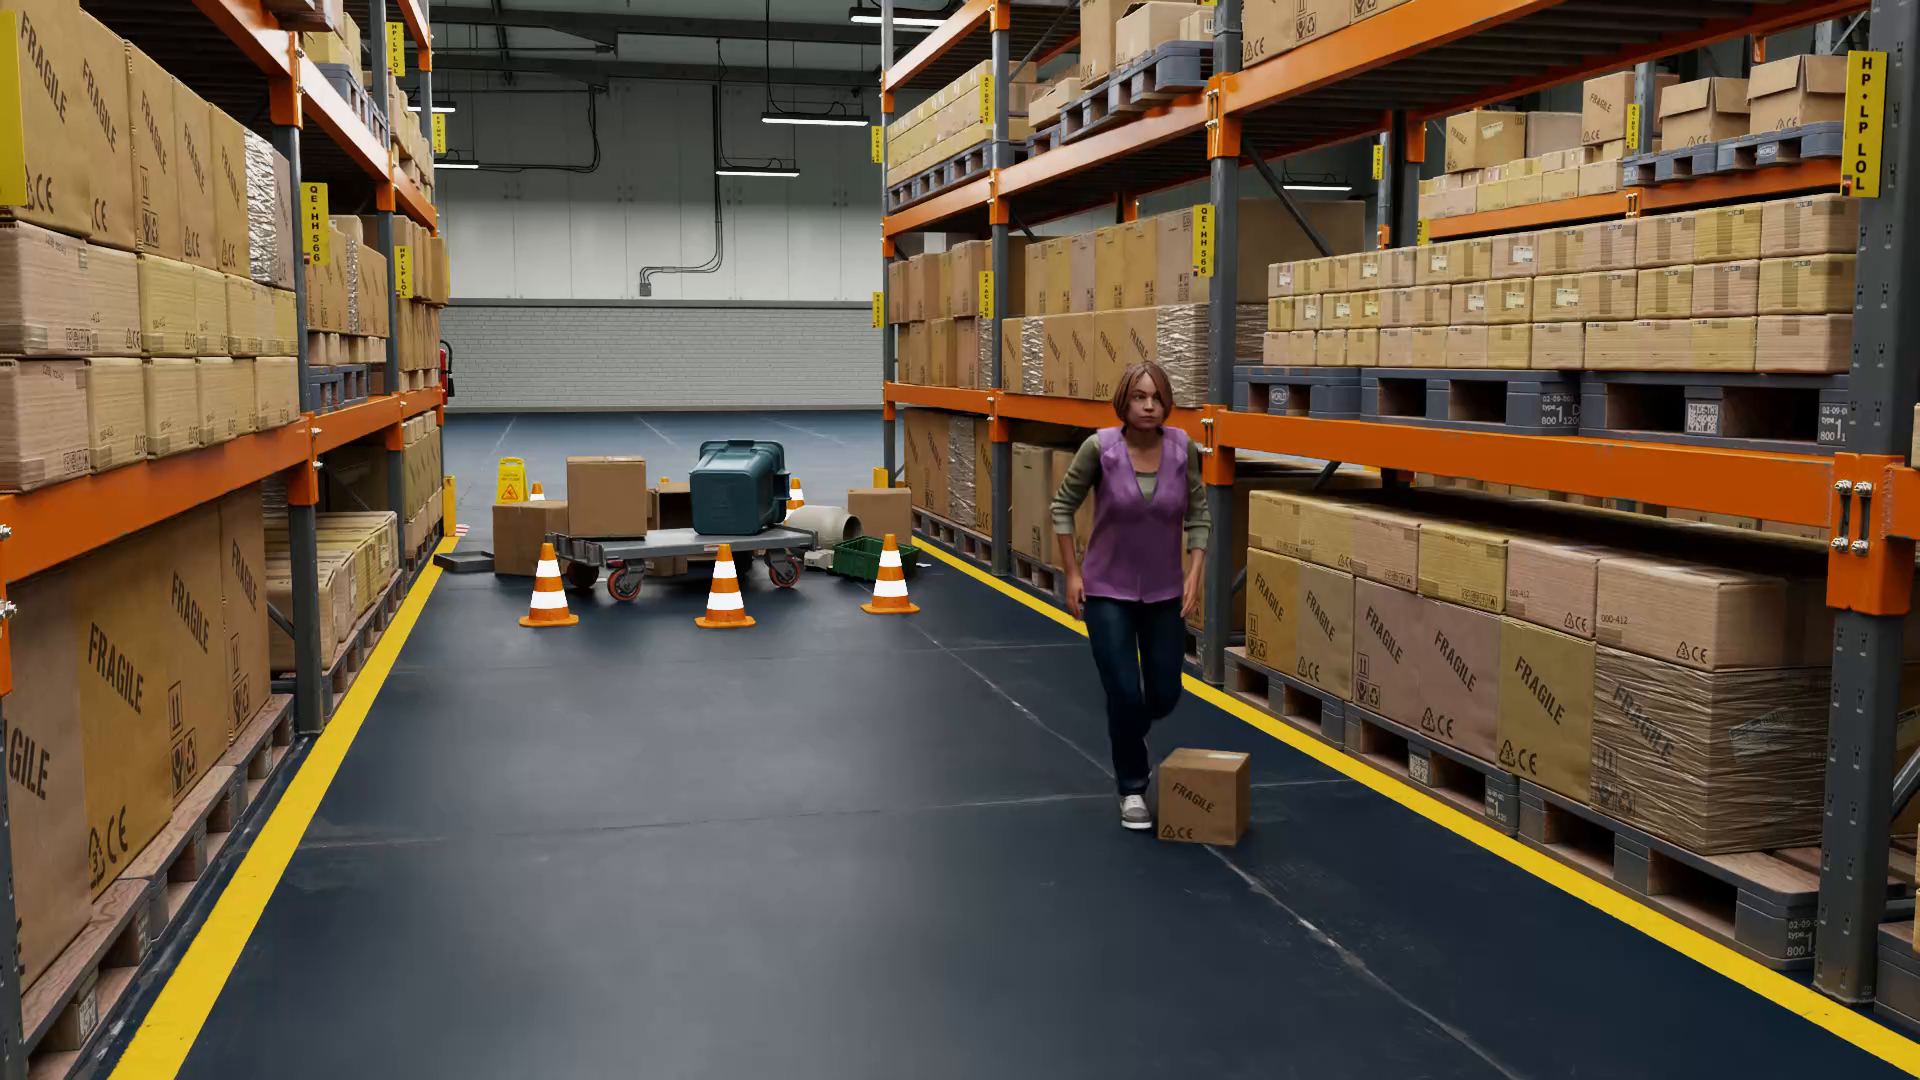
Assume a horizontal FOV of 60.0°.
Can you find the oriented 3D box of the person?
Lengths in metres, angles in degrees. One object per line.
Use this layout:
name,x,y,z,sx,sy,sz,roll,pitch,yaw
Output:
person,0.552,0.175,5.552,0.512,1.545,0.662,-1,6,-9
